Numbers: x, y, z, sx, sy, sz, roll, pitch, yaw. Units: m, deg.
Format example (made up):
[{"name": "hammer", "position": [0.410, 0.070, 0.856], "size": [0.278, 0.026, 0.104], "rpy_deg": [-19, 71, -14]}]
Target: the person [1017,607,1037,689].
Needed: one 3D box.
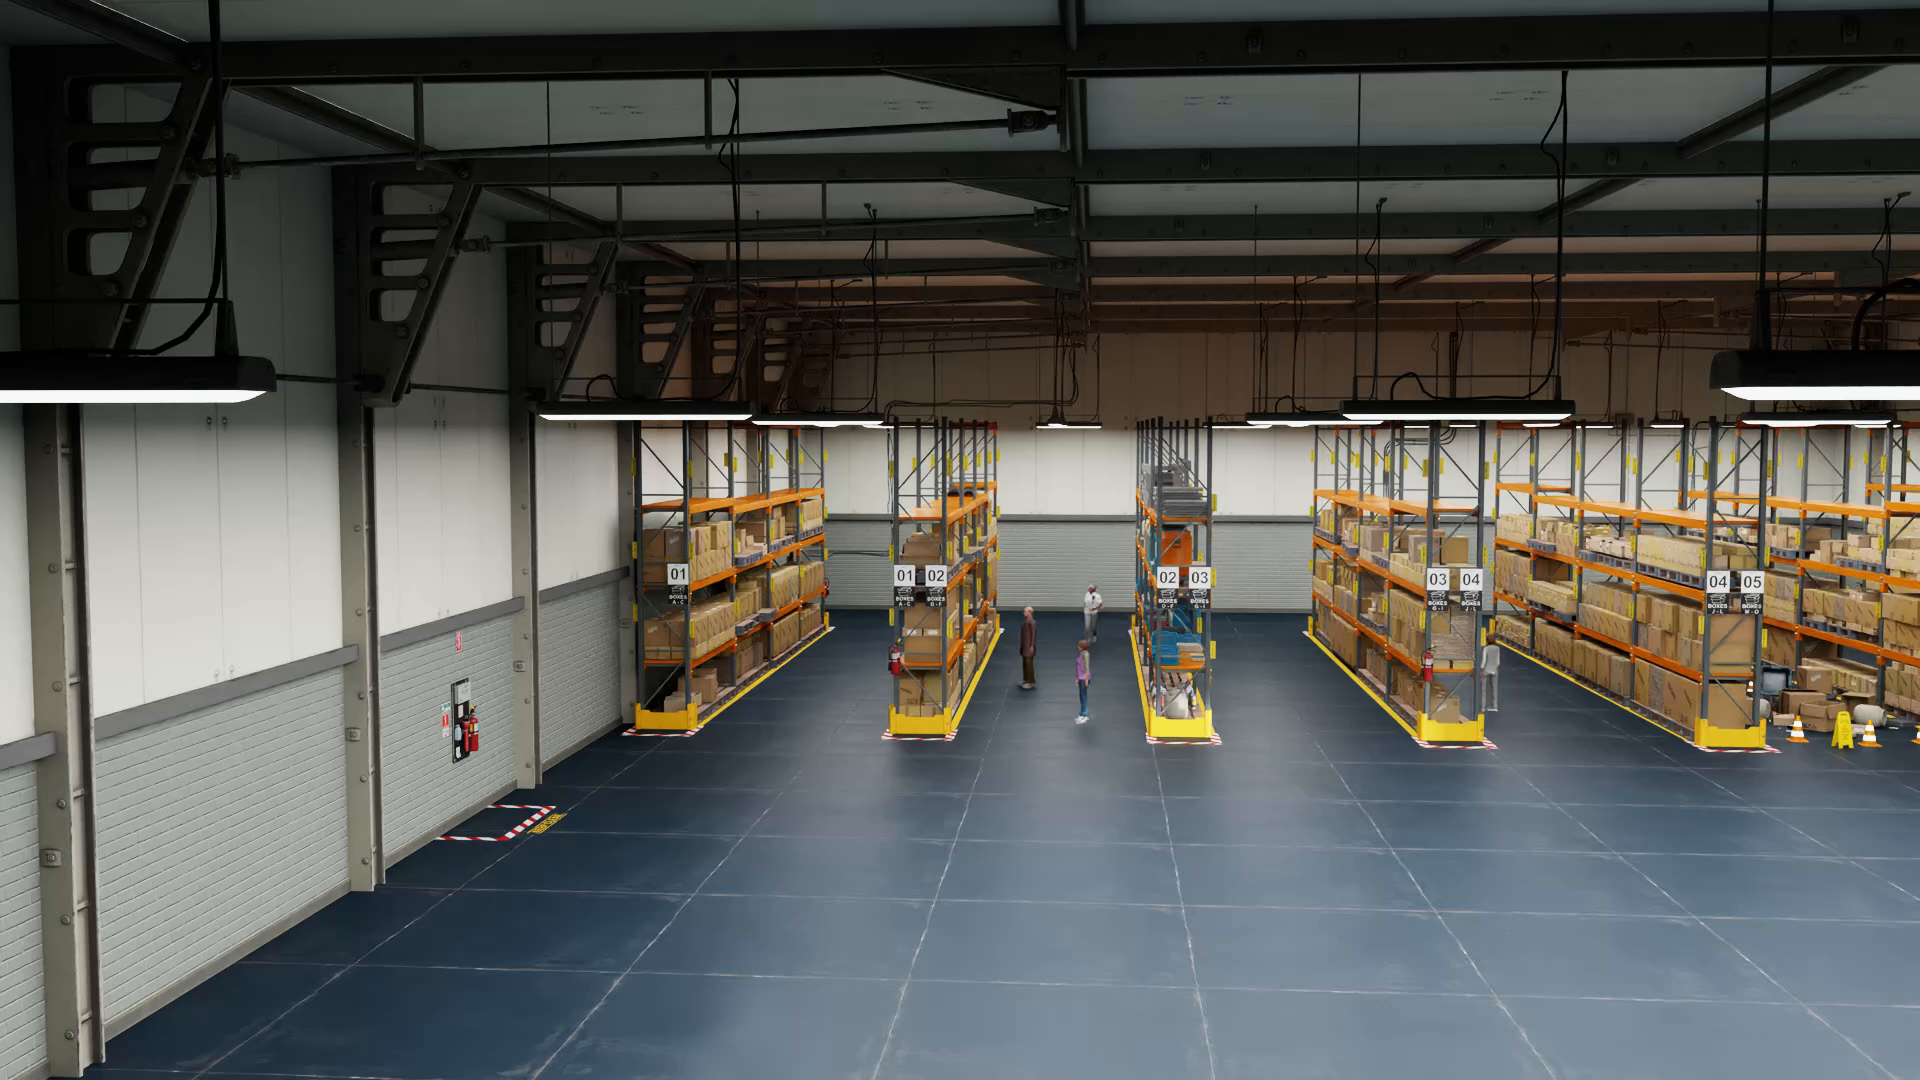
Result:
[{"name": "person", "position": [1.486, 2.401, 37.319], "size": [0.389, 1.808, 0.626], "rpy_deg": [-1, 4, -14]}]

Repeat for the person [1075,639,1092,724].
[{"name": "person", "position": [2.427, 2.790, 32.844], "size": [0.347, 1.621, 0.520], "rpy_deg": [0, 4, -3]}]

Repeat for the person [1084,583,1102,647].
[{"name": "person", "position": [3.568, 2.000, 44.555], "size": [0.516, 1.725, 0.741], "rpy_deg": [1, 4, 9]}]

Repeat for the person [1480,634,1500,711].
[{"name": "person", "position": [10.821, 2.710, 33.957], "size": [0.405, 1.605, 0.363], "rpy_deg": [1, 4, 10]}]
